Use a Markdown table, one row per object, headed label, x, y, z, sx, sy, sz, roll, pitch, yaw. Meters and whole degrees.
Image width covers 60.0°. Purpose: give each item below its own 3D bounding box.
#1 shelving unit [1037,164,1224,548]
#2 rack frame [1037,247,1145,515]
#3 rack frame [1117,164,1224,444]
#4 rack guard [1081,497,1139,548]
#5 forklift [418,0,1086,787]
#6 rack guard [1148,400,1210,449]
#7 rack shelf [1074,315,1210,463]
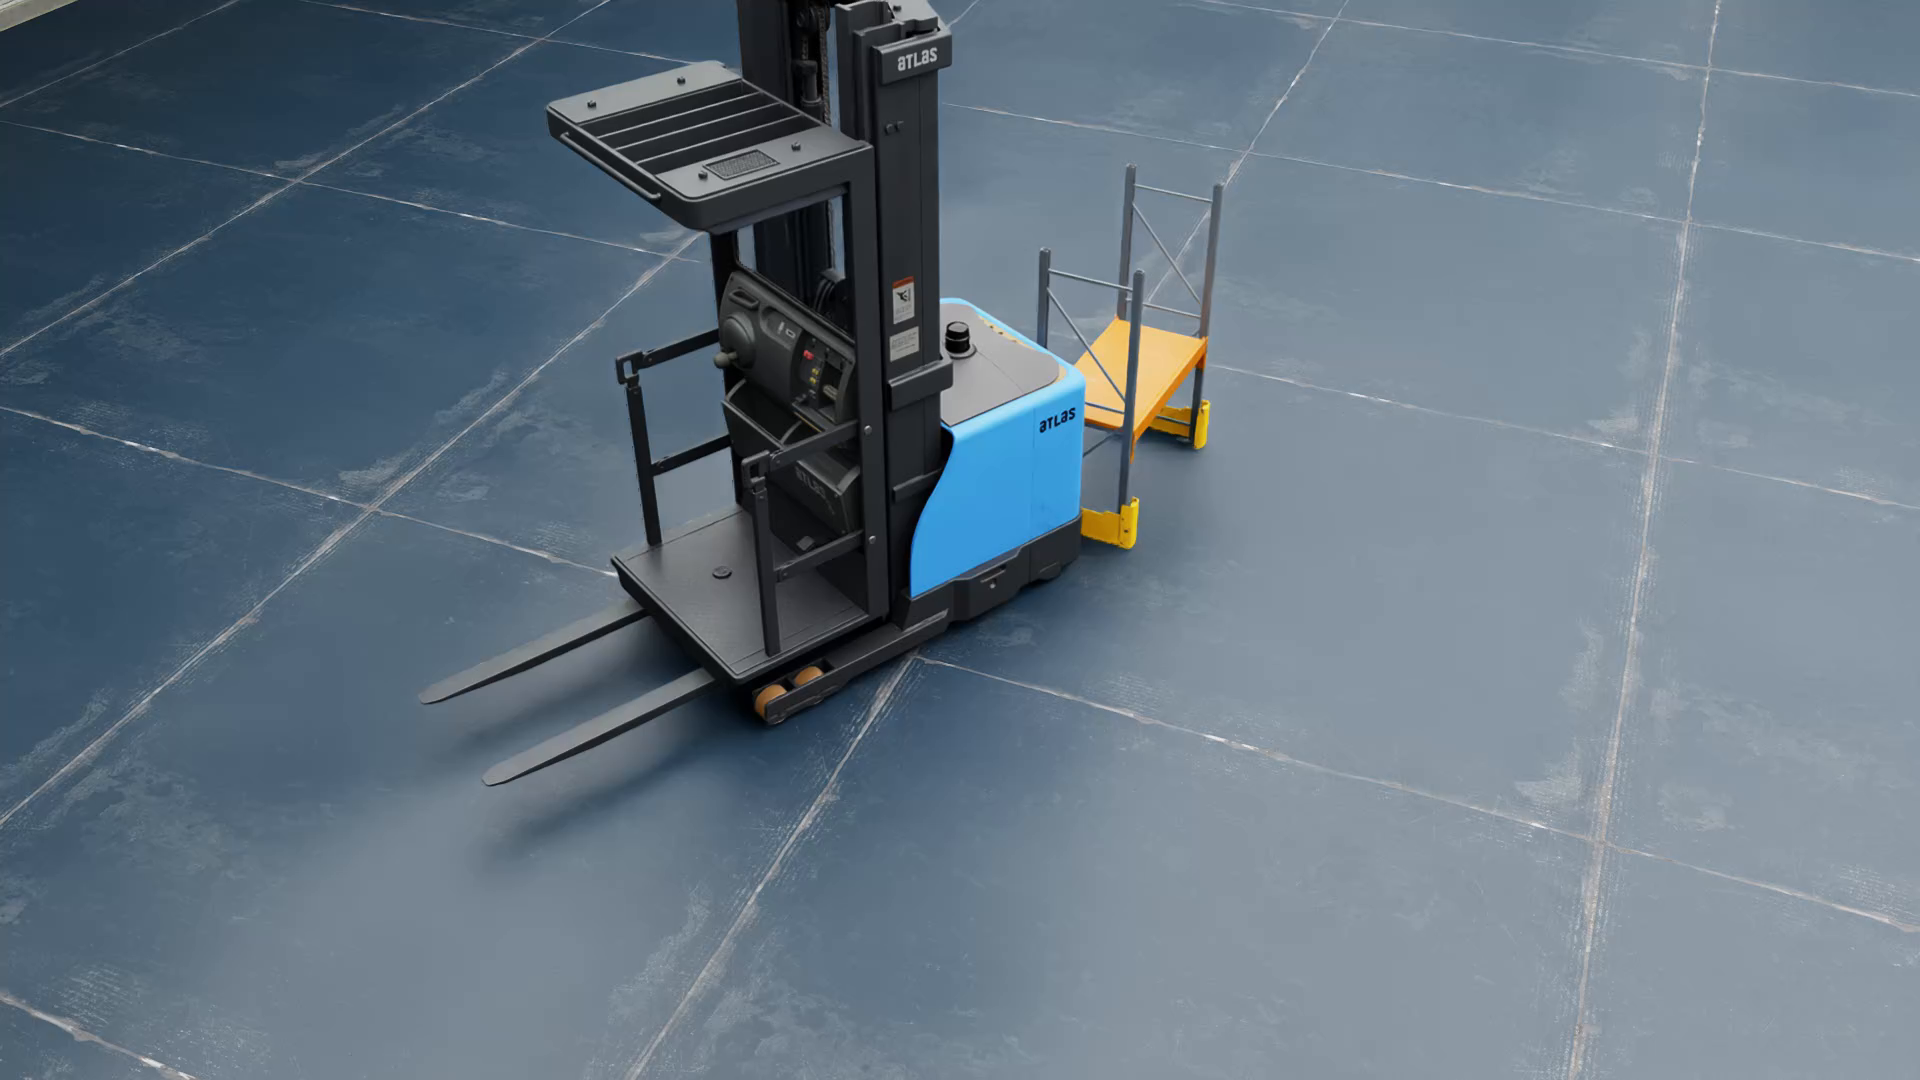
| label | x | y | z | sx | sy | sz | roll | pitch | yaw |
| --- | --- | --- | --- | --- | --- | --- | --- | --- | --- |
| shelving unit | 0.824 | -0.922 | 8.231 | 0.587 | 1.500 | 1.083 | 17 | 40 | 21 |
| rack frame | 0.588 | -0.647 | 7.862 | 0.500 | 1.500 | 0.032 | 17 | 40 | 21 |
| rack frame | 1.051 | -1.189 | 8.588 | 0.500 | 1.500 | 0.032 | 17 | 40 | 21 |
| rack guard | 0.597 | -0.156 | 8.250 | 0.587 | 0.250 | 0.087 | 17 | 40 | 21 |
| forklift | -0.888 | -0.739 | 6.790 | 3.031 | 2.935 | 1.130 | -25 | 44 | -30 |
| rack guard | 1.050 | -0.687 | 8.961 | 0.587 | 0.250 | 0.087 | 17 | 40 | 21 |
| rack shelf | 0.820 | -0.774 | 8.333 | 0.538 | 0.185 | 1.000 | 17 | 40 | 21 |
